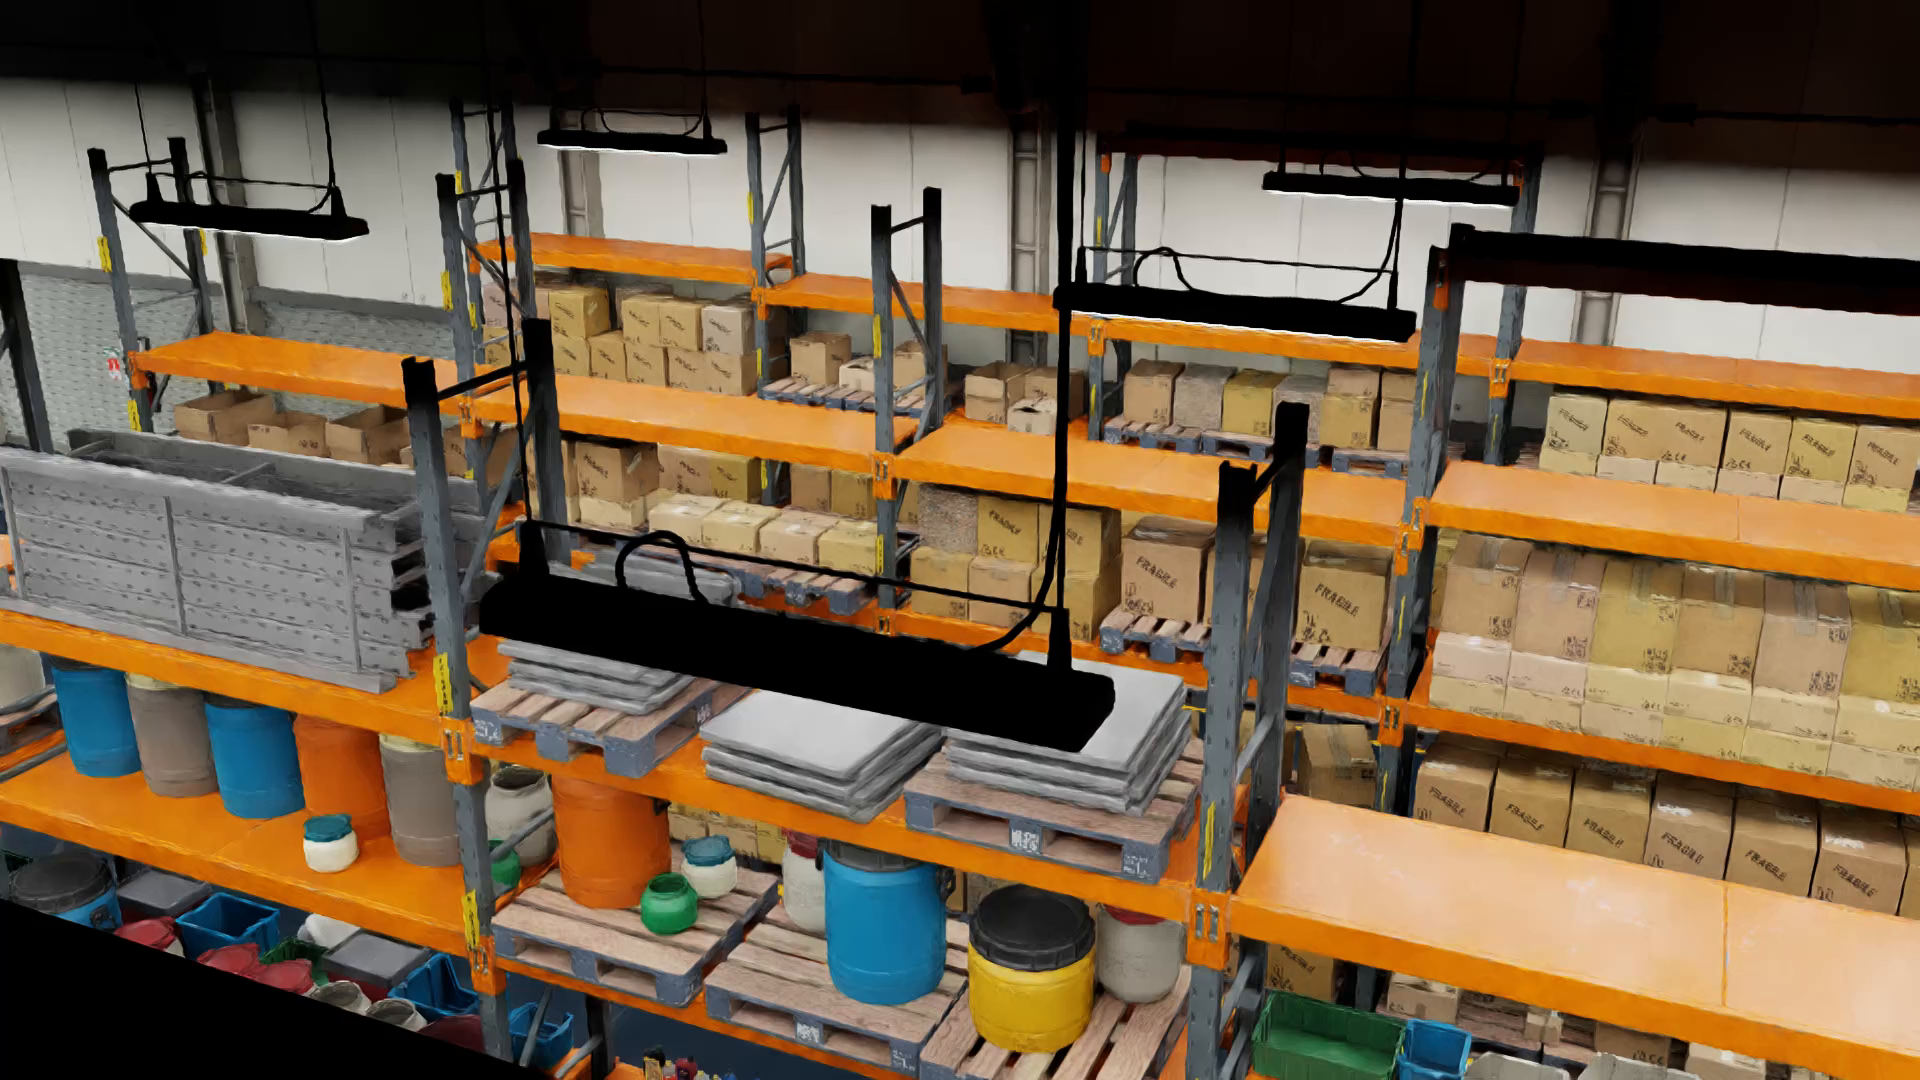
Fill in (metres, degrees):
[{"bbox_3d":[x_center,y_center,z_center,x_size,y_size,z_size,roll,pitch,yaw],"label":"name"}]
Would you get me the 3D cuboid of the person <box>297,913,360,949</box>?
[{"bbox_3d":[-4.383,3.151,11.856,0.988,1.739,0.595,19,28,41],"label":"person"}]
